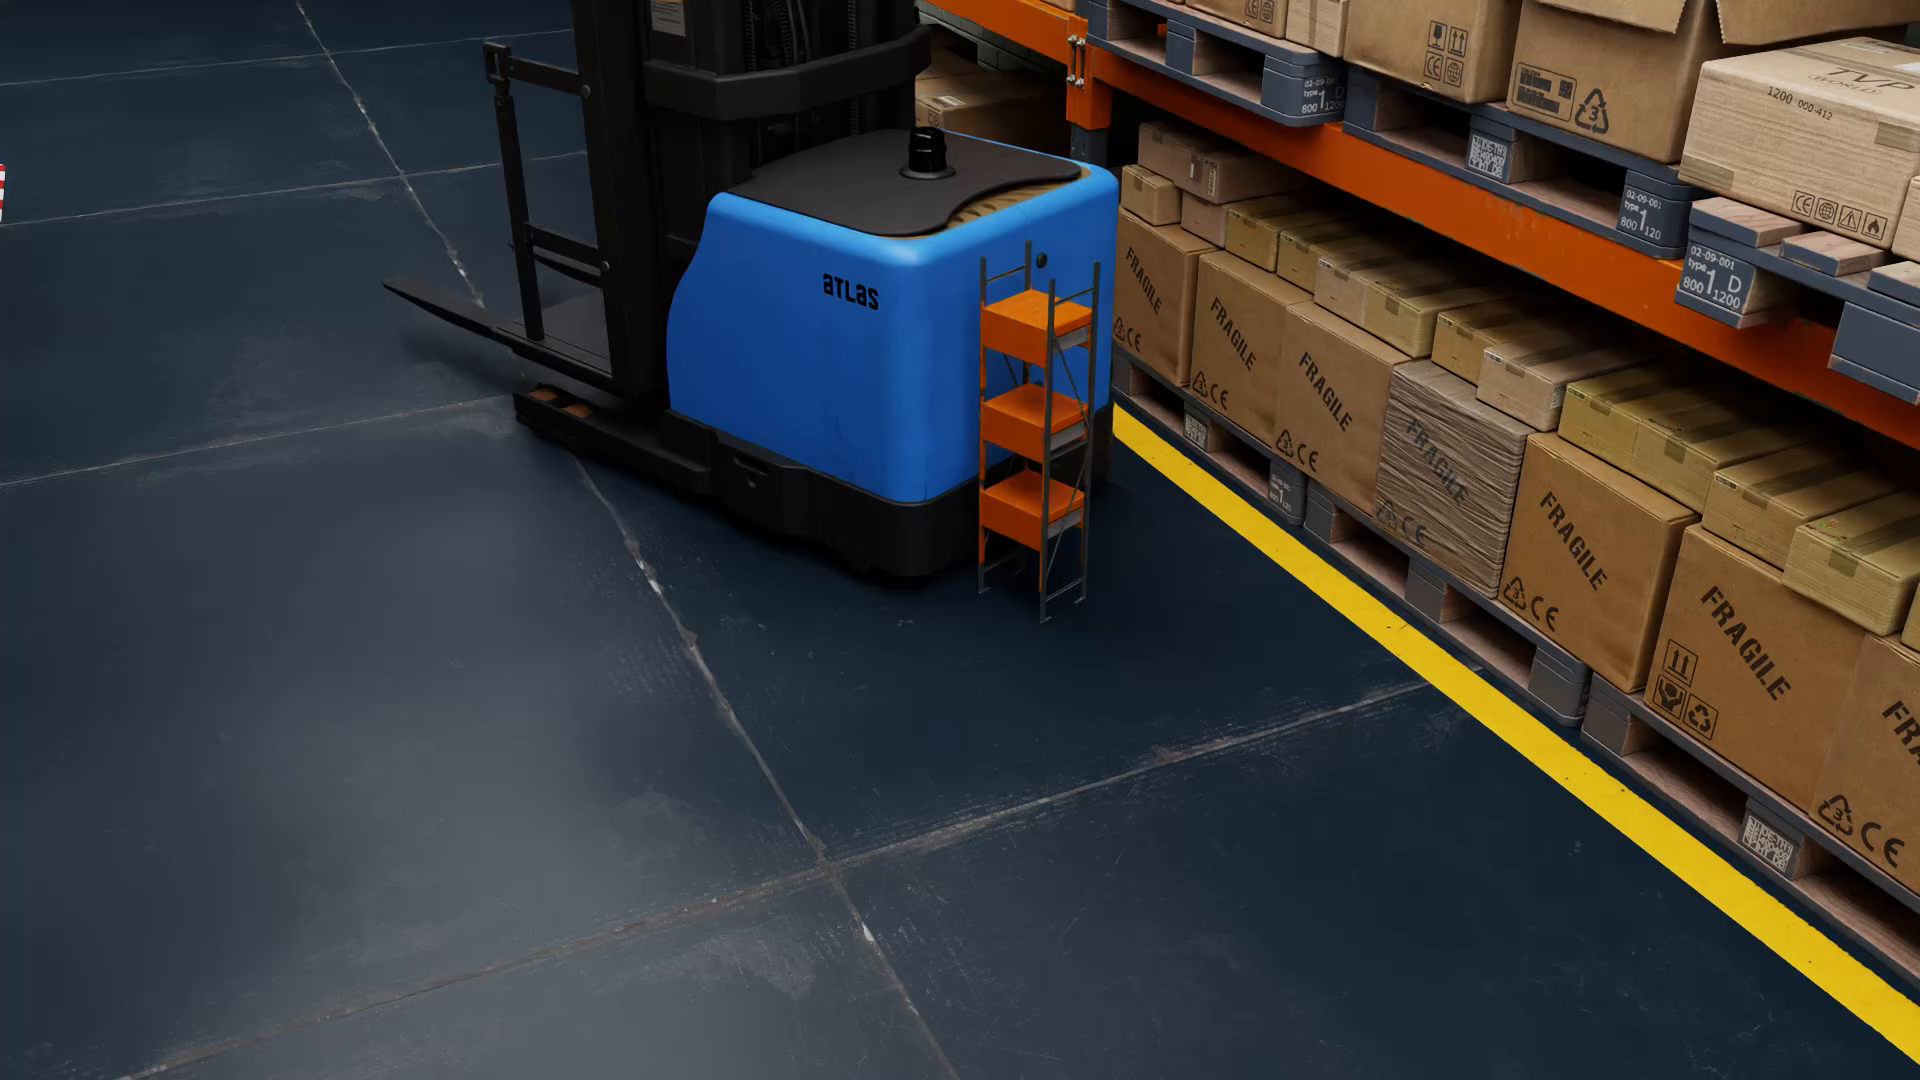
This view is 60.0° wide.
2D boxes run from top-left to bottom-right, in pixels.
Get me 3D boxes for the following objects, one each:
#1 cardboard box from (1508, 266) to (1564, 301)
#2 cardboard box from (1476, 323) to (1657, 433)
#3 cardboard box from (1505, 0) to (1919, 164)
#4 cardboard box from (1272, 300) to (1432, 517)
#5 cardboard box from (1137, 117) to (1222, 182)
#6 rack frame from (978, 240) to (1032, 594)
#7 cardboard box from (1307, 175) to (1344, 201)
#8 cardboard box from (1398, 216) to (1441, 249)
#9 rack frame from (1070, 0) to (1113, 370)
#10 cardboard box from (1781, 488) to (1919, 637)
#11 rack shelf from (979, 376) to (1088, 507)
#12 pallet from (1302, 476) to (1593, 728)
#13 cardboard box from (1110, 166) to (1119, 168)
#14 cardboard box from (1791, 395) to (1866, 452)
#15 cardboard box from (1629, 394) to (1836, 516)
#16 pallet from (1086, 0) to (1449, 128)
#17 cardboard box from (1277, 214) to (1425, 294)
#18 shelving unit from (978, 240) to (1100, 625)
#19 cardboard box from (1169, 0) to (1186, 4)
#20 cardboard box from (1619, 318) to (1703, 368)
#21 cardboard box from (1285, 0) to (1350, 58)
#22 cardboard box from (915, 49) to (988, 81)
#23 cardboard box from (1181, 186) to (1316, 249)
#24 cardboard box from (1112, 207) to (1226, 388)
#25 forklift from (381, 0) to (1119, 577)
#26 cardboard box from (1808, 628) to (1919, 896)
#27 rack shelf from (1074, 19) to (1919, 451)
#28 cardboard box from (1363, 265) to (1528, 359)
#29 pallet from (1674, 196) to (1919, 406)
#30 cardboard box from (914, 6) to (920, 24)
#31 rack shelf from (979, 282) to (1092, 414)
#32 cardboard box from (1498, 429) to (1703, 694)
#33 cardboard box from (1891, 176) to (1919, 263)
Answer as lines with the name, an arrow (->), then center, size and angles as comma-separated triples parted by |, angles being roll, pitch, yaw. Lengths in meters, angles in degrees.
cardboard box -> 1.890, -0.780, 5.038 | 0.380, 0.149, 0.250 | -13, 32, -21
cardboard box -> 1.610, -0.435, 4.422 | 0.380, 0.149, 0.250 | -15, 32, -24
cardboard box -> 1.727, -1.213, 3.811 | 0.797, 0.503, 0.637 | -14, 32, -23
cardboard box -> 1.330, -0.447, 5.106 | 0.500, 0.500, 0.500 | -14, 32, -23
cardboard box -> 0.846, -1.373, 5.791 | 0.380, 0.149, 0.250 | -14, 32, -23
rack frame -> 0.126, -0.332, 4.769 | 0.008, 1.050, 0.200 | 25, 38, 37
cardboard box -> 1.414, -1.228, 5.836 | 0.380, 0.149, 0.250 | -13, 32, -22
cardboard box -> 1.660, -1.015, 5.456 | 0.380, 0.149, 0.250 | -15, 32, -24
rack frame -> 0.878, -2.069, 5.873 | 1.000, 3.000, 0.127 | -13, 32, -22
cardboard box -> 2.009, 0.043, 3.570 | 0.380, 0.149, 0.250 | -15, 33, -25
rack shelf -> 0.214, -0.282, 4.701 | 0.240, 0.259, 0.215 | 25, 38, 37
pallet -> 1.789, 0.038, 4.967 | 1.003, 0.211, 1.213 | -13, 32, -22
cardboard box -> 0.621, -1.542, 7.419 | 0.380, 0.149, 0.250 | -14, 32, -23
cardboard box -> 2.351, -0.330, 4.234 | 0.380, 0.149, 0.250 | -15, 32, -24
cardboard box -> 1.864, -0.209, 4.019 | 0.380, 0.149, 0.250 | -12, 31, -21
pallet -> 1.122, -1.610, 5.250 | 1.003, 0.211, 1.213 | -13, 32, -22
cardboard box -> 1.231, -0.896, 5.243 | 0.380, 0.149, 0.250 | -14, 32, -23
shelving unit -> 0.214, -0.291, 4.696 | 0.252, 1.050, 0.215 | 25, 38, 37
cardboard box -> 0.883, -2.035, 5.281 | 0.700, 0.500, 0.500 | -12, 32, -21
cardboard box -> 2.049, -0.534, 4.599 | 0.380, 0.149, 0.250 | -13, 32, -22
cardboard box -> 1.128, -1.500, 4.565 | 0.396, 0.266, 0.258 | -12, 31, -20
cardboard box -> -0.194, -1.999, 7.874 | 0.500, 0.500, 0.500 | -12, 32, -21
cardboard box -> 0.980, -1.125, 5.652 | 0.380, 0.149, 0.250 | -14, 32, -23
cardboard box -> 0.882, -0.901, 5.917 | 0.500, 0.500, 0.500 | -12, 31, -20
forklift -> -0.946, -1.761, 5.394 | 3.031, 2.935, 1.130 | 23, 36, 34
cardboard box -> 2.219, 0.463, 3.484 | 0.500, 0.500, 0.500 | -12, 31, -21
rack shelf -> 1.736, -0.872, 4.474 | 1.077, 0.370, 4.000 | -13, 32, -22
cardboard box -> 1.409, -0.667, 4.836 | 0.380, 0.149, 0.250 | -12, 31, -20
pallet -> 2.241, -0.503, 3.277 | 1.213, 0.211, 1.003 | -13, 32, -22
cardboard box -> -0.662, -2.641, 9.015 | 0.797, 0.503, 0.637 | -14, 32, -24
rack shelf -> 0.214, -0.529, 4.562 | 0.240, 0.259, 0.215 | 25, 38, 37
cardboard box -> 1.787, 0.009, 4.293 | 0.500, 0.500, 0.500 | -12, 31, -20
cardboard box -> 1.966, -0.586, 3.055 | 0.380, 0.149, 0.250 | -12, 32, -21
